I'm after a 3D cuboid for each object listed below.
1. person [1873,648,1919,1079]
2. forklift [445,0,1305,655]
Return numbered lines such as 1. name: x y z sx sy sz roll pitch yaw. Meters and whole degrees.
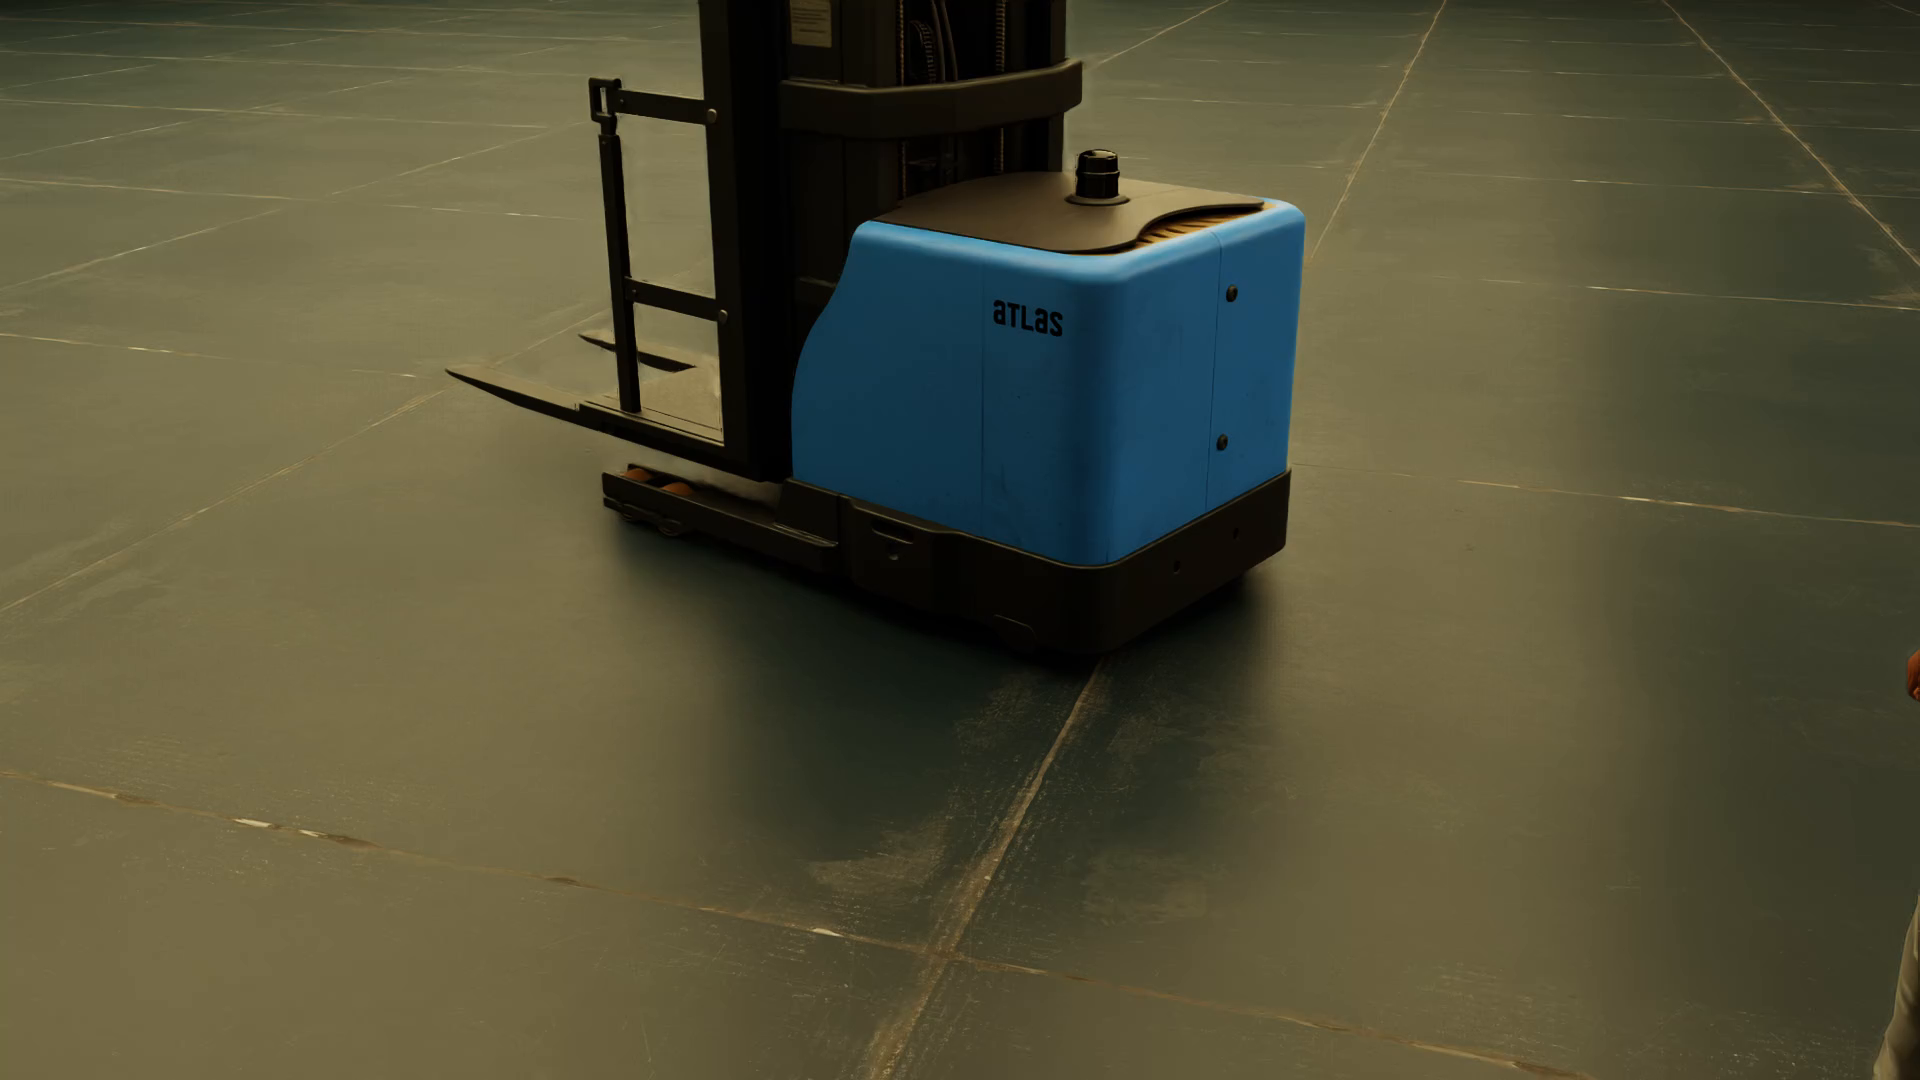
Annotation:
1. person: 1.644 0.244 2.348 0.405 1.669 0.591 -19 29 -38
2. forklift: -0.498 -1.502 4.919 3.031 2.935 1.130 18 28 36
